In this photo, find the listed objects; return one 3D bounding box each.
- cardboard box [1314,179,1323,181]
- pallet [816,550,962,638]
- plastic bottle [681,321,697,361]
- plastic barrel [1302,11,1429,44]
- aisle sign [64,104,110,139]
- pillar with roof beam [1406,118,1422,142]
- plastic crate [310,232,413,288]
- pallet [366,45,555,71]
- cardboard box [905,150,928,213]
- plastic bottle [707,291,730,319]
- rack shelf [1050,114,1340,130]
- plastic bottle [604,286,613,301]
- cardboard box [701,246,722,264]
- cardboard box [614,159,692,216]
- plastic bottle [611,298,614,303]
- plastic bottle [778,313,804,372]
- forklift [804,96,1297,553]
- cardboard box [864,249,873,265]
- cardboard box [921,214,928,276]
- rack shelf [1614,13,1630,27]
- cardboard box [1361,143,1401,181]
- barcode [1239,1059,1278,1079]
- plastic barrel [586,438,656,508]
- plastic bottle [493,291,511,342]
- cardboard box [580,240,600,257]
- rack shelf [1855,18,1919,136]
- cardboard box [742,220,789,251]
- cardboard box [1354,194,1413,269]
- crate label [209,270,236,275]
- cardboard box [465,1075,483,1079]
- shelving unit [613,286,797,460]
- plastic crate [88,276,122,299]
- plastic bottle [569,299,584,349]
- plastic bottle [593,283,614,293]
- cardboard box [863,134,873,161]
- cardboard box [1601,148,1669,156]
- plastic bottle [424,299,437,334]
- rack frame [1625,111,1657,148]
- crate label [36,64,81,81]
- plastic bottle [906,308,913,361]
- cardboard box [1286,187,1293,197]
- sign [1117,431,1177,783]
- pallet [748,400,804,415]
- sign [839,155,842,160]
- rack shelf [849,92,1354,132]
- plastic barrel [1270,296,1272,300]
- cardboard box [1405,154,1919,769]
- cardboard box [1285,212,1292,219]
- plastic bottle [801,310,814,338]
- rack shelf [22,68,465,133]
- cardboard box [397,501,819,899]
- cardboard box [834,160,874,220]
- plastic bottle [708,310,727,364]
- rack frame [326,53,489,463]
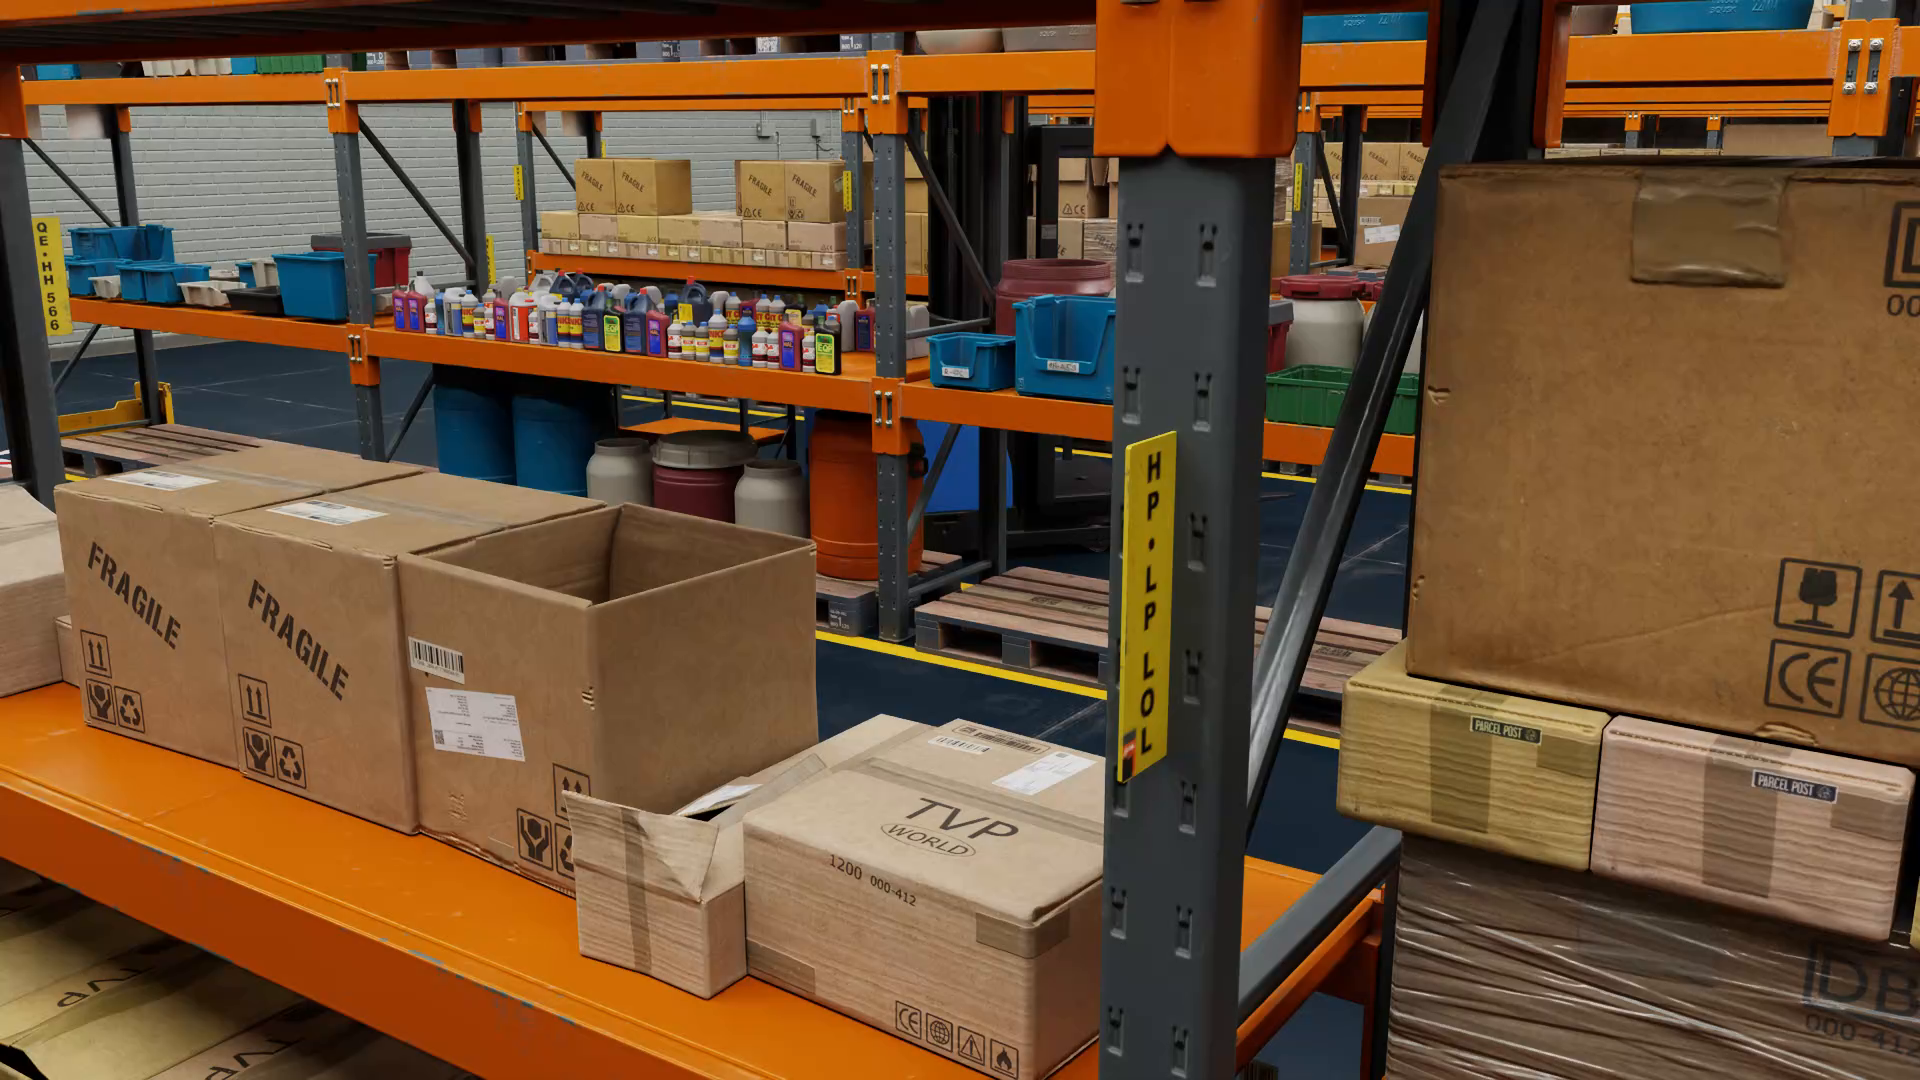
[{"bbox_3d":[3.743,-3.726,17.544,0.250,0.149,0.380,8,16,30],"label":"cardboard box"},{"bbox_3d":[-0.755,0.210,9.034,1.213,0.211,1.003,9,17,33],"label":"pallet"},{"bbox_3d":[-1.413,-1.047,8.724,0.097,0.201,0.097,0,14,0],"label":"plastic bottle"},{"bbox_3d":[1.613,-2.409,6.527,0.708,0.901,0.600,9,17,33],"label":"plastic barrel"},{"bbox_3d":[-6.612,-3.449,12.602,0.004,0.787,0.394,9,17,33],"label":"aisle sign"},{"bbox_3d":[5.188,-7.863,23.359,0.400,9.000,9.100,9,17,33],"label":"pillar with roof beam"},{"bbox_3d":[-3.997,-1.812,11.143,0.583,0.464,0.402,9,17,33],"label":"plastic crate"},{"bbox_3d":[-2.692,-2.861,9.789,1.003,0.211,1.213,9,17,33],"label":"pallet"},{"bbox_3d":[-0.098,-3.021,13.990,0.637,0.503,0.797,9,16,31],"label":"cardboard box"},{"bbox_3d":[-1.407,-1.294,9.567,0.135,0.276,0.152,9,17,33],"label":"plastic bottle"},{"bbox_3d":[3.239,-5.921,23.254,4.000,0.370,1.077,9,17,33],"label":"rack shelf"},{"bbox_3d":[-2.110,-1.369,9.880,0.097,0.271,0.097,0,14,0],"label":"plastic bottle"},{"bbox_3d":[-2.135,-2.596,15.089,0.250,0.149,0.380,9,16,32],"label":"cardboard box"},{"bbox_3d":[-2.856,-3.288,15.497,0.500,0.500,0.500,9,16,31],"label":"cardboard box"},{"bbox_3d":[-1.941,-1.208,9.229,0.097,0.271,0.097,0,14,0],"label":"plastic bottle"},{"bbox_3d":[-0.843,-0.989,8.320,0.133,0.283,0.061,9,17,33],"label":"plastic bottle"},{"bbox_3d":[0.596,-1.466,10.146,3.031,2.935,1.130,-4,14,-16],"label":"forklift"},{"bbox_3d":[-0.692,-2.554,14.920,0.250,0.149,0.380,9,17,33],"label":"cardboard box"},{"bbox_3d":[0.028,-2.440,13.728,0.500,0.500,0.500,9,17,33],"label":"cardboard box"},{"bbox_3d":[9.325,-7.637,24.774,4.000,0.370,1.077,9,17,33],"label":"rack shelf"},{"bbox_3d":[5.541,-4.901,21.589,0.500,0.500,0.500,9,17,32],"label":"cardboard box"},{"bbox_3d":[0.495,0.894,2.757,0.075,0.075,0.001,9,17,33],"label":"barcode"},{"bbox_3d":[-1.948,-0.314,9.651,0.421,0.512,0.421,0,14,0],"label":"plastic barrel"},{"bbox_3d":[-2.593,-1.272,9.463,0.133,0.283,0.061,9,17,33],"label":"plastic bottle"},{"bbox_3d":[-3.415,-2.803,15.925,0.250,0.149,0.380,9,16,31],"label":"cardboard box"},{"bbox_3d":[4.901,-1.348,4.781,4.000,0.370,1.077,9,17,33],"label":"rack shelf"},{"bbox_3d":[-1.576,-2.717,14.751,0.500,0.250,0.500,10,17,34],"label":"cardboard box"},{"bbox_3d":[3.157,-2.221,11.972,0.500,0.500,0.500,7,15,26],"label":"cardboard box"},{"bbox_3d":[-5.461,-1.872,12.068,0.243,0.136,0.396,9,17,33],"label":"crate label"},{"bbox_3d":[-0.870,1.203,2.901,0.500,0.311,0.500,9,17,33],"label":"cardboard box"},{"bbox_3d":[-1.603,-0.787,10.382,1.083,1.500,0.587,9,16,31],"label":"shelving unit"},{"bbox_3d":[-5.912,-1.771,11.657,0.298,0.136,0.250,9,17,33],"label":"plastic crate"},{"bbox_3d":[-2.103,-1.192,9.166,0.097,0.271,0.097,0,14,0],"label":"plastic bottle"},{"bbox_3d":[-2.167,-1.417,10.063,0.135,0.276,0.152,9,17,33],"label":"plastic bottle"},{"bbox_3d":[-0.875,-4.647,19.944,0.500,0.500,0.500,9,17,32],"label":"cardboard box"},{"bbox_3d":[6.326,-3.413,15.579,0.500,0.500,0.700,9,16,32],"label":"cardboard box"},{"bbox_3d":[-3.114,-1.322,9.834,0.097,0.201,0.097,0,14,0],"label":"plastic bottle"},{"bbox_3d":[8.218,-4.009,20.277,0.127,3.000,1.000,9,17,33],"label":"rack frame"},{"bbox_3d":[-6.130,-3.314,11.537,0.502,0.251,0.408,9,17,33],"label":"crate label"},{"bbox_3d":[-0.341,-1.078,8.693,0.135,0.276,0.152,9,17,33],"label":"plastic bottle"},{"bbox_3d":[3.363,-3.598,17.027,0.250,0.149,0.380,10,17,35],"label":"cardboard box"},{"bbox_3d":[0.179,0.064,1.579,0.005,0.325,0.100,9,17,33],"label":"sign"},{"bbox_3d":[-1.220,-1.334,15.272,1.213,0.211,1.003,9,17,33],"label":"pallet"},{"bbox_3d":[-2.022,-6.651,29.228,0.001,0.242,0.339,9,17,33],"label":"sign"},{"bbox_3d":[1.027,-3.408,13.105,4.000,0.370,1.077,9,17,33],"label":"rack shelf"},{"bbox_3d":[1.245,-0.948,7.679,0.421,0.512,0.421,0,14,0],"label":"plastic barrel"},{"bbox_3d":[0.846,-0.142,1.748,0.500,0.500,0.700,9,17,33],"label":"cardboard box"},{"bbox_3d":[3.376,-3.309,17.095,0.250,0.149,0.380,9,16,32],"label":"cardboard box"},{"bbox_3d":[-0.832,-1.173,9.232,0.097,0.201,0.097,0,14,0],"label":"plastic bottle"},{"bbox_3d":[-5.056,-2.957,11.282,4.000,0.370,1.077,9,17,33],"label":"rack shelf"},{"bbox_3d":[-0.591,0.252,2.853,0.500,0.500,0.500,11,17,37],"label":"cardboard box"},{"bbox_3d":[-0.887,-3.121,14.820,0.500,0.500,0.500,9,17,33],"label":"cardboard box"},{"bbox_3d":[-1.251,-1.055,8.610,0.097,0.271,0.097,0,14,0],"label":"plastic bottle"},{"bbox_3d":[-3.397,-1.582,10.473,0.127,3.000,1.000,9,17,33],"label":"rack frame"}]
